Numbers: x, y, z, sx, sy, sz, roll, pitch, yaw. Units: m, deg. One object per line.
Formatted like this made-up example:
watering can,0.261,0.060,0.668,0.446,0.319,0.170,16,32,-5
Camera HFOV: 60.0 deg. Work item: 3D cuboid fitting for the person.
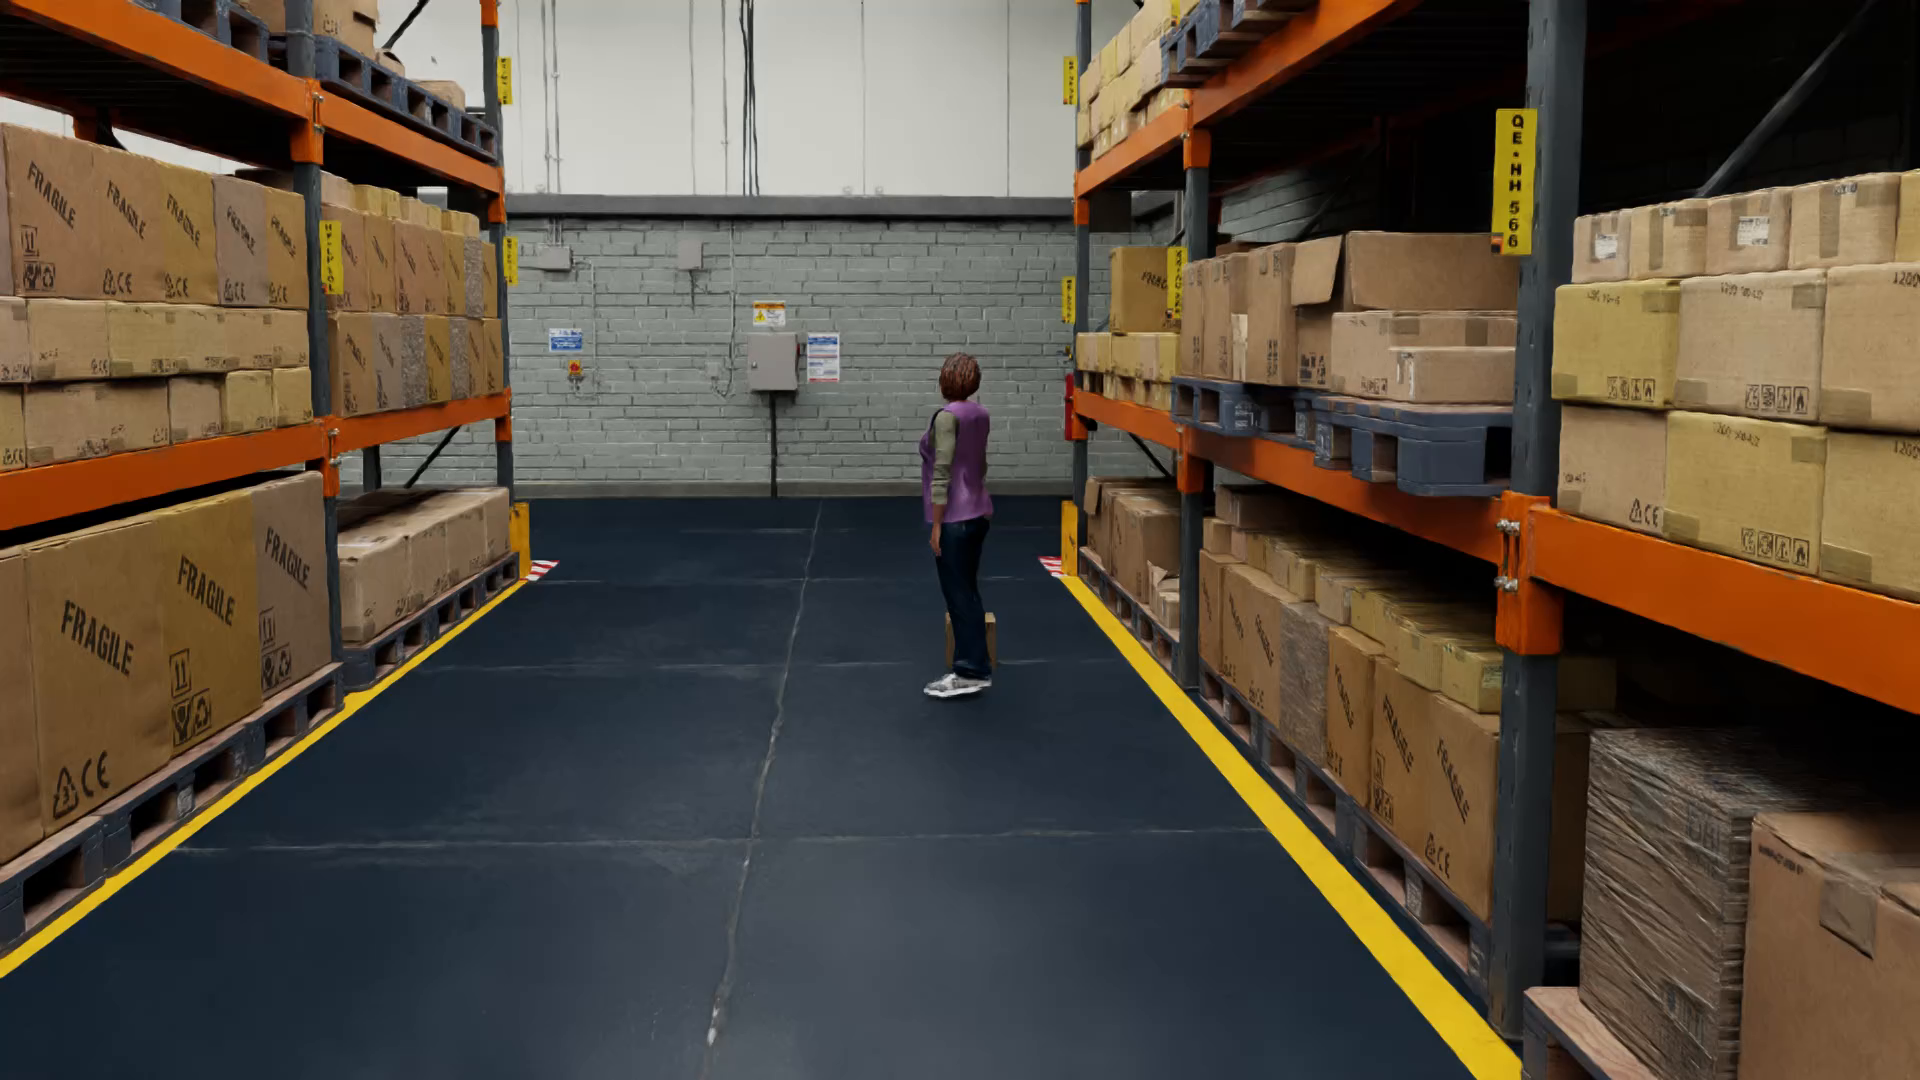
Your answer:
person,-0.010,-0.077,7.782,0.326,1.599,0.465,3,8,26
